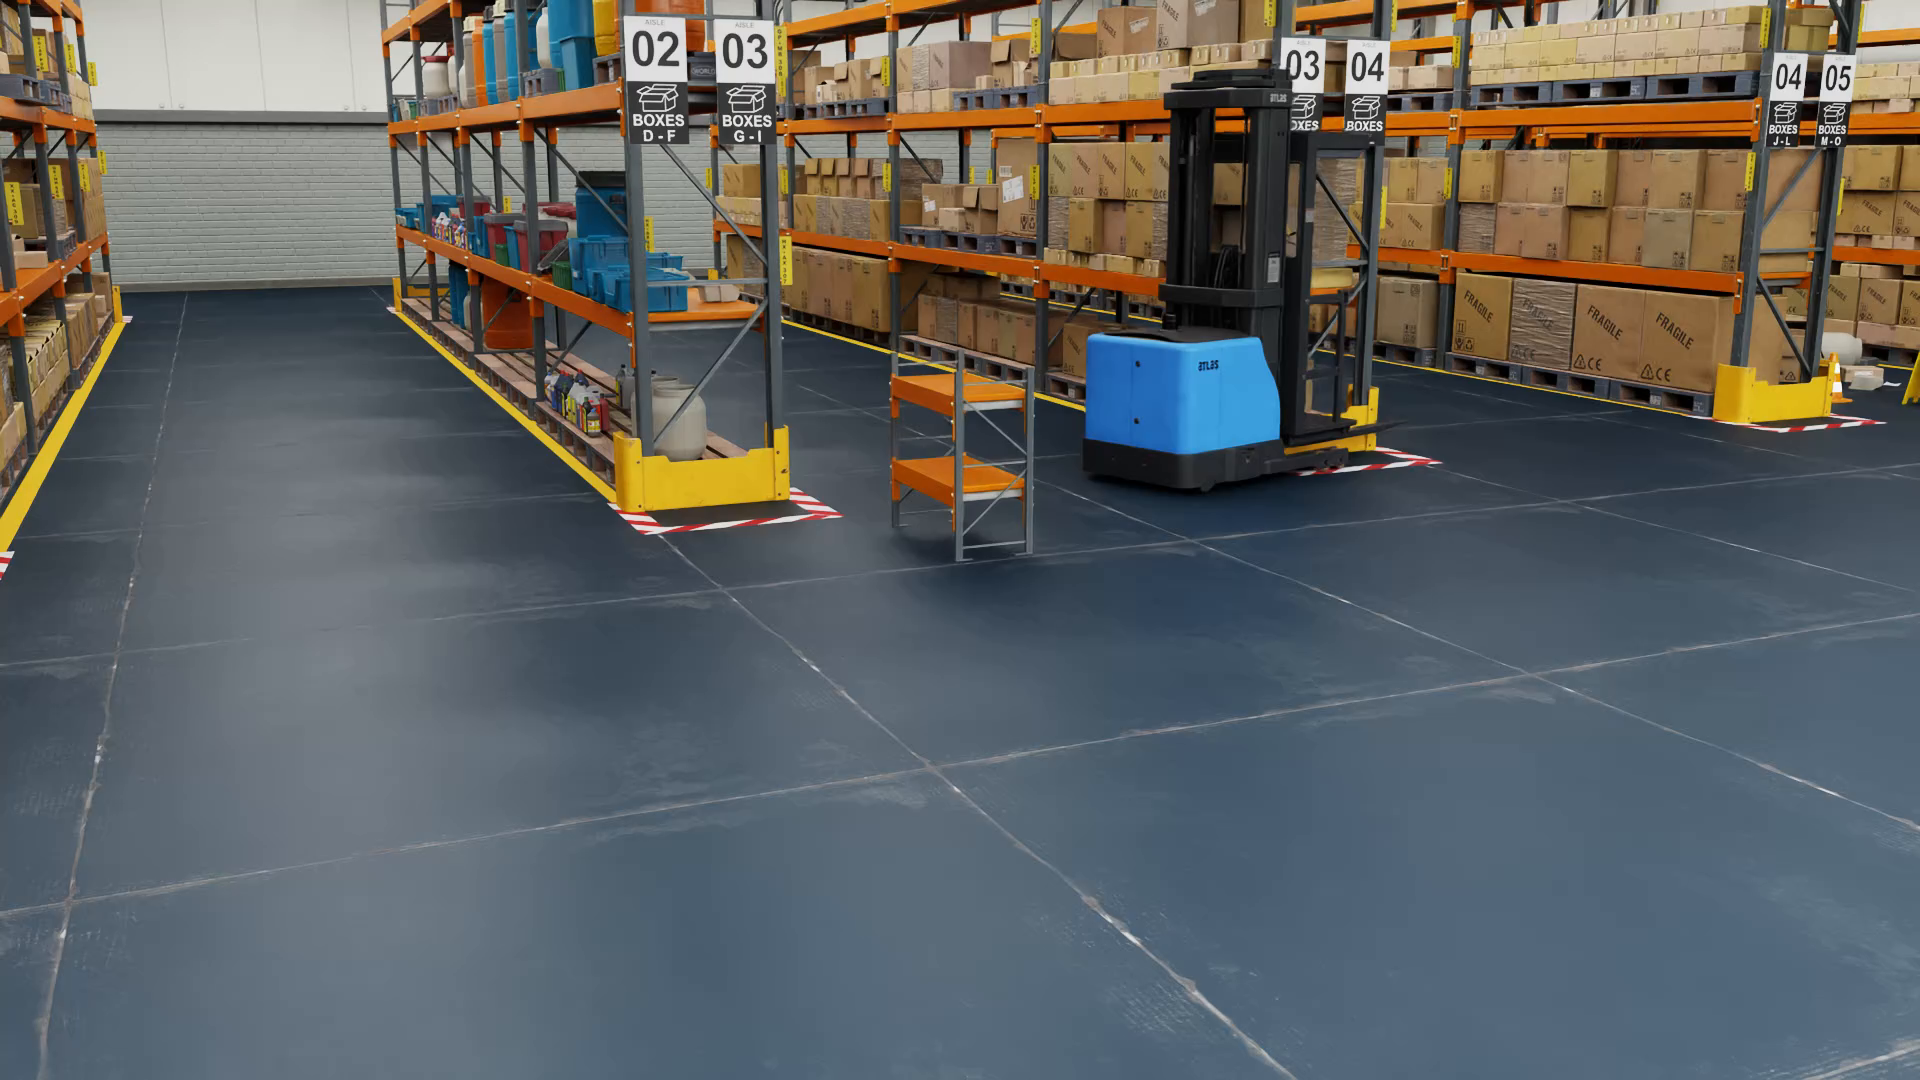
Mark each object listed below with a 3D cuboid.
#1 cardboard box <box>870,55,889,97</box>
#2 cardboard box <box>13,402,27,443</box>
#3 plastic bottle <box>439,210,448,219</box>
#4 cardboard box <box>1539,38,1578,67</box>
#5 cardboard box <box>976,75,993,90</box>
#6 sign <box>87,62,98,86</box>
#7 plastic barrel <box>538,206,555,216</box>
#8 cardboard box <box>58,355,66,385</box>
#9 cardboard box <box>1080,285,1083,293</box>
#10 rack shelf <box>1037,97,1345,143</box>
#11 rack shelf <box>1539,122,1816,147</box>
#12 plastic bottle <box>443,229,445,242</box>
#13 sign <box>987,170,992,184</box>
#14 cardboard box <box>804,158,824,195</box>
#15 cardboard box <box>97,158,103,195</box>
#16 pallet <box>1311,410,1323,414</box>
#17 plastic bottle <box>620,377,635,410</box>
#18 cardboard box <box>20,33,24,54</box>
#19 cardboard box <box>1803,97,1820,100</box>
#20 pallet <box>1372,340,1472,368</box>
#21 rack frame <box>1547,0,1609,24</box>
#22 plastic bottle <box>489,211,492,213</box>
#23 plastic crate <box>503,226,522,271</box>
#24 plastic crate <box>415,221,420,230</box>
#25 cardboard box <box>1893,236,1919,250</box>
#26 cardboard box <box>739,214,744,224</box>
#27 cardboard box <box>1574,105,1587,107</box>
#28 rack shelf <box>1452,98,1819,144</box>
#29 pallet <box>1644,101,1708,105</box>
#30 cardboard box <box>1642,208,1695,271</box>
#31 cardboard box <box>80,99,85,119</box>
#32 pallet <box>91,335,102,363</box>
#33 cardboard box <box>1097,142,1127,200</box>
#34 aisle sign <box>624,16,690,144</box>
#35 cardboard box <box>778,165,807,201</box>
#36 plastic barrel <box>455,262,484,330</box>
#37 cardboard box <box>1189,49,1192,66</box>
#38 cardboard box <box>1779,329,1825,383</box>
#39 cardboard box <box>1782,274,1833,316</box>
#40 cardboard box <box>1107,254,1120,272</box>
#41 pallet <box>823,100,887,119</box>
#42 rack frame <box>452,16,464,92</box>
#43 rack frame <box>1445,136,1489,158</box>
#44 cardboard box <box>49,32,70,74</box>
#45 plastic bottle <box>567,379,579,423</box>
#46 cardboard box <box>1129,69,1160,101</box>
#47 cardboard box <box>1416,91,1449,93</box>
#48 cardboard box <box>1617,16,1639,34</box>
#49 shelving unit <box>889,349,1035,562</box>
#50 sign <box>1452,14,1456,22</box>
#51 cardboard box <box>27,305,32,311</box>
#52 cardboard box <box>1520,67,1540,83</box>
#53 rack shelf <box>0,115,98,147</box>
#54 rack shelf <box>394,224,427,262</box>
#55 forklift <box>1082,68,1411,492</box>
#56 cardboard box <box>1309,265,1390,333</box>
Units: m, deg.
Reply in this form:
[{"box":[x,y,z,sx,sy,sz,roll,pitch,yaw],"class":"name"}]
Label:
[{"box":[-0.676,-5.654,20.332,0.797,0.503,0.637,-5,14,-20],"class":"cardboard box"},{"box":[-7.456,-0.886,12.714,0.500,0.250,0.500,-6,14,-23],"class":"cardboard box"},{"box":[-6.646,-4.062,21.380,0.144,0.351,0.185,-6,14,-23],"class":"plastic bottle"},{"box":[6.167,-4.870,16.629,0.500,0.250,0.500,-6,14,-24],"class":"cardboard box"},{"box":[0.394,-4.922,17.918,0.380,0.166,0.250,-6,14,-25],"class":"cardboard box"},{"box":[-12.132,-6.515,23.252,0.100,0.325,0.005,-6,14,-23],"class":"sign"},{"box":[-4.296,-3.232,17.433,0.421,0.512,0.421,0,13,0],"class":"plastic barrel"},{"box":[-8.800,-1.596,15.780,0.500,0.250,0.500,-6,14,-24],"class":"cardboard box"},{"box":[2.121,-3.998,26.385,0.380,0.149,0.250,-5,14,-21],"class":"cardboard box"},{"box":[2.038,-3.689,14.600,1.077,0.370,4.000,-6,14,-23],"class":"rack shelf"},{"box":[9.516,-5.411,22.038,1.077,0.370,4.000,-6,14,-23],"class":"rack shelf"},{"box":[-6.278,-3.752,20.371,0.097,0.201,0.097,0,13,0],"class":"plastic bottle"},{"box":[0.518,-6.270,28.890,0.100,0.325,0.005,-6,14,-23],"class":"sign"},{"box":[-1.704,-5.050,23.092,0.797,0.503,0.637,-6,14,-24],"class":"cardboard box"},{"box":[-12.218,-5.045,23.078,0.500,0.500,0.500,-6,14,-23],"class":"cardboard box"},{"box":[2.516,-0.993,14.193,1.003,0.211,1.213,-6,14,-23],"class":"pallet"},{"box":[-2.828,-1.266,14.253,0.152,0.276,0.135,-6,14,-23],"class":"plastic bottle"},{"box":[-10.375,-5.128,17.845,0.600,0.600,0.600,-6,14,-25],"class":"cardboard box"},{"box":[10.242,-5.304,19.655,0.500,0.250,0.500,-6,14,-24],"class":"cardboard box"},{"box":[5.444,-2.213,19.462,1.003,0.211,1.213,-6,14,-23],"class":"pallet"},{"box":[8.715,-7.636,23.404,1.000,3.000,0.127,-6,14,-23],"class":"rack frame"},{"box":[-5.896,-3.961,20.942,0.144,0.351,0.185,-6,14,-23],"class":"plastic bottle"},{"box":[-4.028,-2.736,15.575,0.392,0.384,0.575,-6,14,-23],"class":"plastic crate"},{"box":[-7.201,-4.299,22.769,0.437,0.125,0.590,-6,14,-23],"class":"plastic crate"},{"box":[10.780,-3.355,18.772,0.380,0.149,0.250,-6,14,-23],"class":"cardboard box"},{"box":[-3.213,-4.980,25.790,0.380,0.149,0.250,-6,14,-24],"class":"cardboard box"},{"box":[8.787,-5.976,23.182,0.396,0.266,0.258,-6,14,-23],"class":"cardboard box"},{"box":[6.623,-4.116,16.445,1.077,0.370,4.000,-6,14,-23],"class":"rack shelf"},{"box":[9.749,-5.608,21.710,1.213,0.211,1.003,-6,14,-23],"class":"pallet"},{"box":[6.994,-2.849,15.696,0.875,0.550,0.550,-6,14,-23],"class":"cardboard box"},{"box":[-11.613,-5.571,21.470,0.500,0.250,0.500,-6,14,-23],"class":"cardboard box"},{"box":[-10.686,-2.227,19.524,1.003,0.211,1.213,-6,14,-23],"class":"pallet"},{"box":[1.585,-3.350,15.092,0.500,0.500,0.500,-6,14,-23],"class":"cardboard box"},{"box":[-1.943,-2.942,10.665,0.394,0.787,0.004,-6,14,-23],"class":"aisle sign"},{"box":[-2.397,-5.152,23.989,0.500,0.500,0.500,-5,14,-21],"class":"cardboard box"},{"box":[-6.020,-3.119,20.916,0.600,0.901,0.708,-6,14,-23],"class":"plastic barrel"},{"box":[2.128,-4.000,13.795,0.380,0.149,0.250,-5,14,-22],"class":"cardboard box"},{"box":[8.896,-1.978,17.801,0.637,0.503,0.797,6,14,26],"class":"cardboard box"},{"box":[10.306,-2.971,20.056,0.500,0.500,0.500,-5,14,-20],"class":"cardboard box"},{"box":[1.570,-2.541,15.255,0.380,0.149,0.250,-6,14,-23],"class":"cardboard box"},{"box":[-1.123,-5.546,21.447,1.003,0.211,1.213,-5,14,-20],"class":"pallet"},{"box":[-4.904,-6.293,17.604,1.000,3.000,0.127,-6,14,-23],"class":"rack frame"},{"box":[10.056,-6.815,33.162,1.000,3.000,0.127,-6,14,-23],"class":"rack frame"},{"box":[-11.346,-5.961,20.380,0.700,0.500,0.500,-6,14,-23],"class":"cardboard box"},{"box":[-3.113,-1.137,13.528,0.144,0.351,0.185,-6,14,-23],"class":"plastic bottle"},{"box":[1.807,-3.943,14.434,0.500,0.250,0.500,-6,14,-24],"class":"cardboard box"},{"box":[5.499,-5.324,19.472,0.380,0.149,0.250,-6,14,-23],"class":"cardboard box"},{"box":[6.469,-4.875,15.762,0.380,0.149,0.250,-6,14,-24],"class":"cardboard box"},{"box":[-0.003,-0.549,10.249,0.538,1.125,1.048,-6,14,-23],"class":"shelving unit"},{"box":[9.559,-10.182,32.160,0.100,0.325,0.005,-6,14,-23],"class":"sign"},{"box":[-10.457,-2.307,18.254,0.500,0.500,0.500,-6,14,-25],"class":"cardboard box"},{"box":[5.960,-4.748,16.984,0.380,0.149,0.250,-6,14,-24],"class":"cardboard box"},{"box":[-11.847,-5.274,21.449,1.077,0.370,4.000,-6,14,-23],"class":"rack shelf"},{"box":[-7.307,-4.260,23.717,1.077,0.370,4.000,-6,14,-23],"class":"rack shelf"},{"box":[2.342,-2.020,12.597,3.031,2.935,1.130,-11,17,-40],"class":"forklift"},{"box":[4.734,-3.039,20.907,1.050,0.750,0.750,-5,14,-22],"class":"cardboard box"}]
